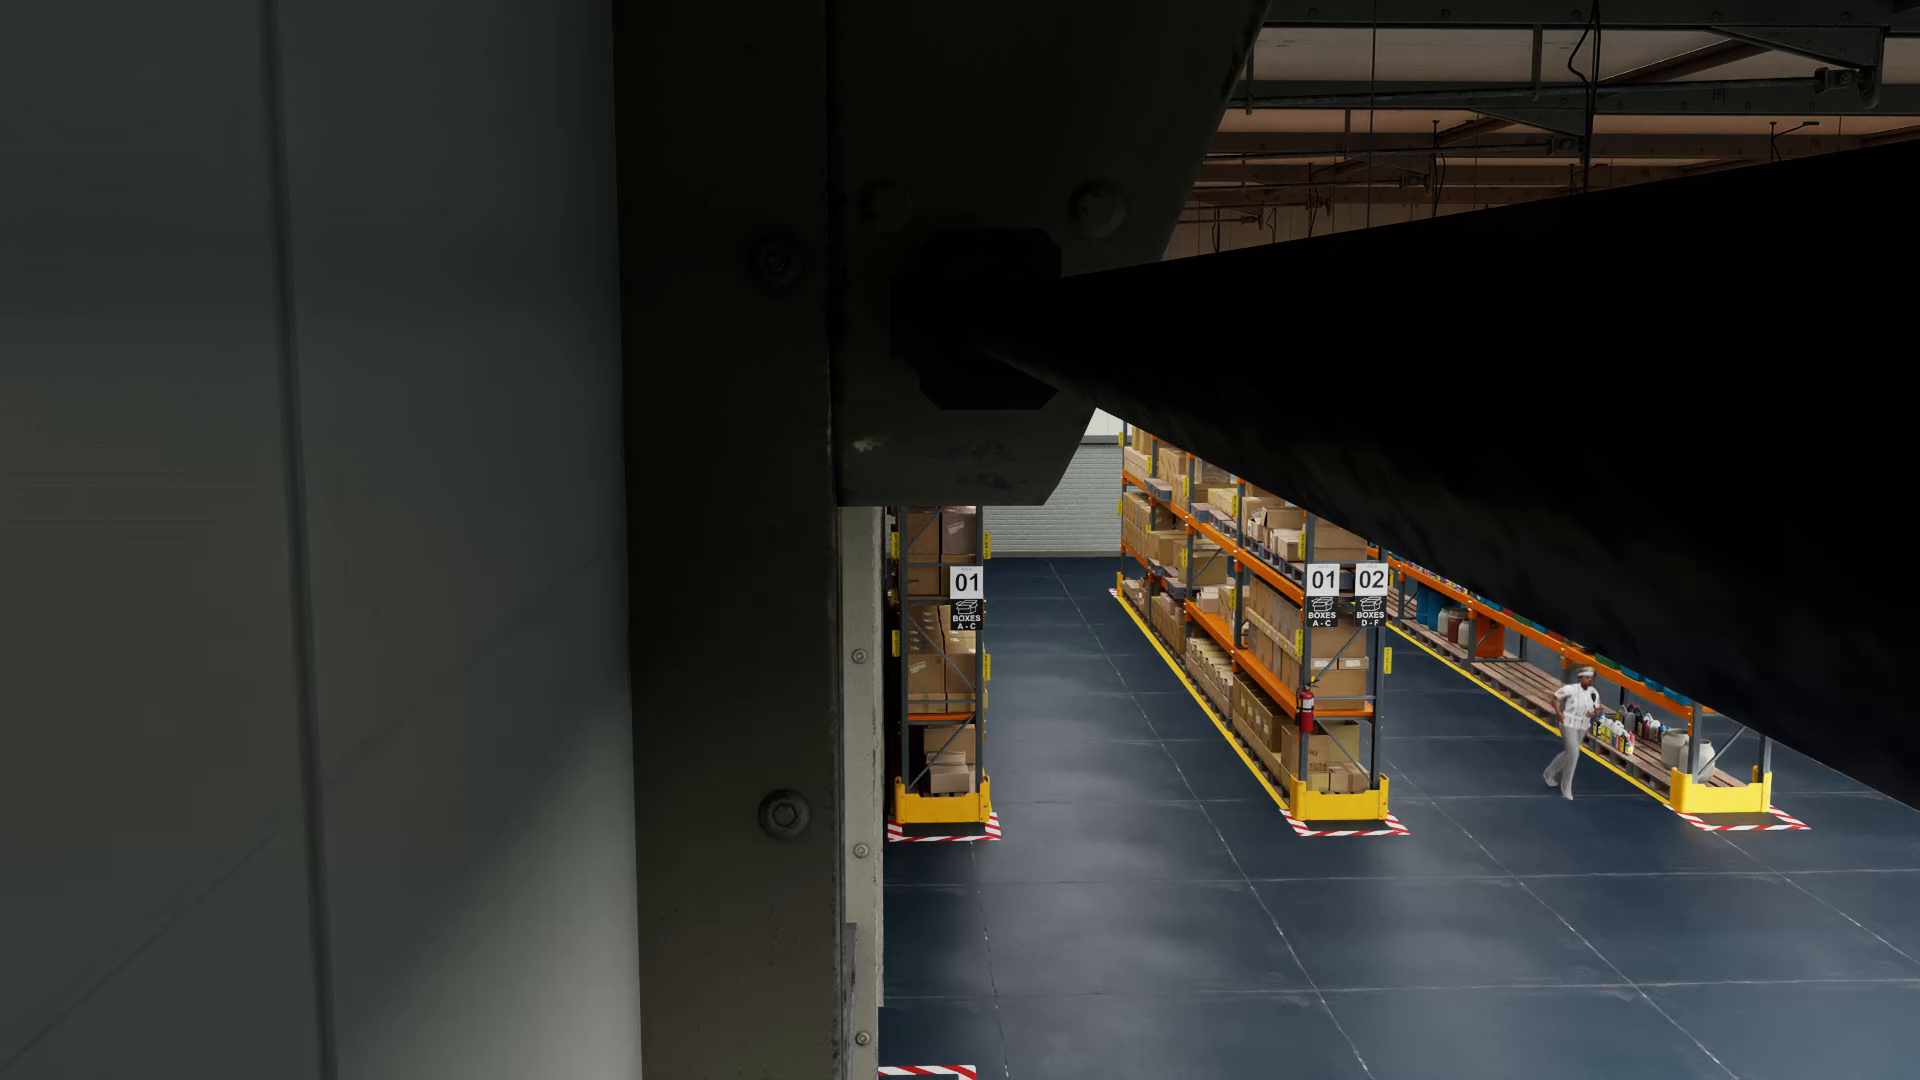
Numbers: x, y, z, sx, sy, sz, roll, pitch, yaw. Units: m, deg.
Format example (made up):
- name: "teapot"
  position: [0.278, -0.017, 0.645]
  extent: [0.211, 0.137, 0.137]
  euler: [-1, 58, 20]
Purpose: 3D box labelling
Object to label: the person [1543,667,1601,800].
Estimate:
- name: "person"
  position: [8.008, 2.476, 21.750]
  extent: [0.594, 1.738, 0.670]
  euler: [-3, 9, -20]
